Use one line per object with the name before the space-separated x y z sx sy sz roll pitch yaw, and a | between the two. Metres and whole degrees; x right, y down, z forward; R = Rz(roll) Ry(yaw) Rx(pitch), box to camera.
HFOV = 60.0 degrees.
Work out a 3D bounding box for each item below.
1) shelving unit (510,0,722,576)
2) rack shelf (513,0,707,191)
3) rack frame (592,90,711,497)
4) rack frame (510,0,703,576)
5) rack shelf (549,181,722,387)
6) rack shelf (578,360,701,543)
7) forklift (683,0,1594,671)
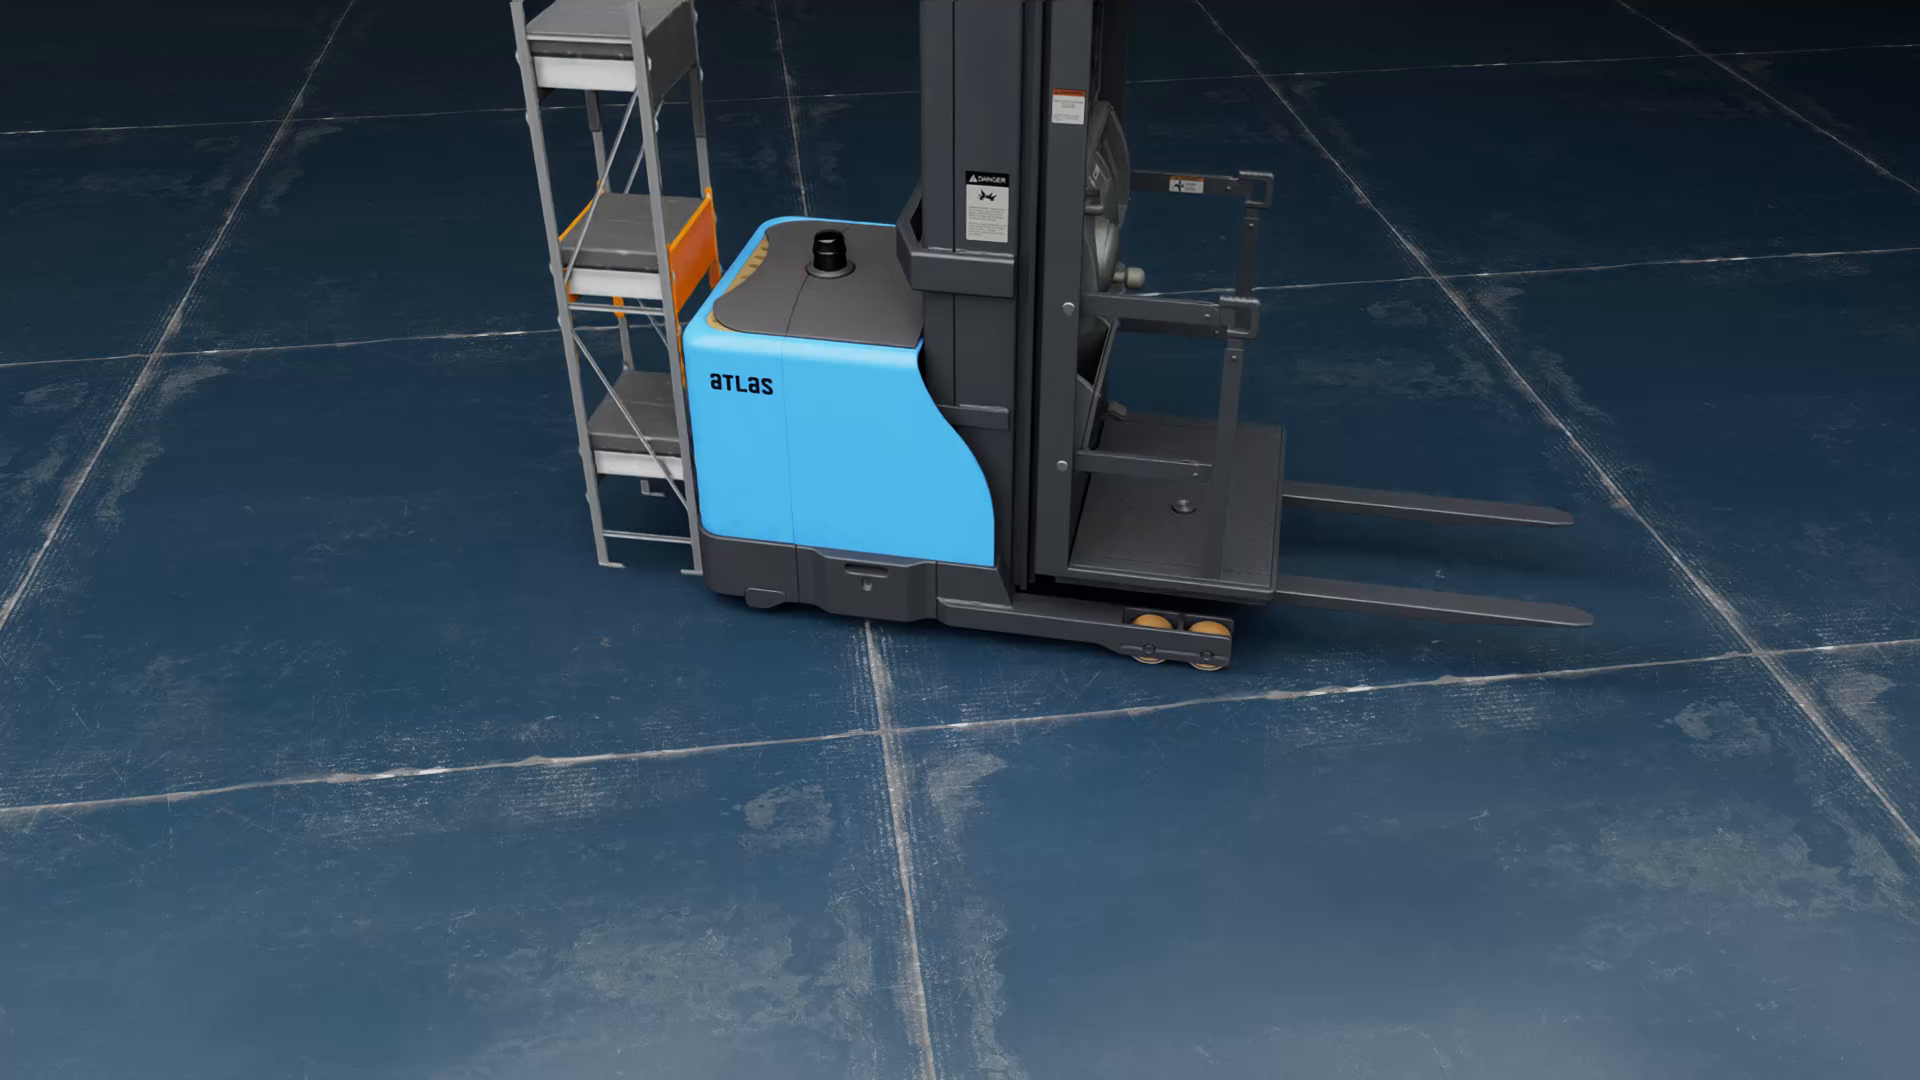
shelving unit | -1.095 -0.895 5.695 0.431 2.100 0.503 5 35 8
rack shelf | -1.100 -1.462 5.309 0.431 0.518 0.480 5 35 8
rack frame | -1.054 -1.030 5.894 0.400 2.100 0.015 5 35 8
rack frame | -1.135 -0.759 5.496 0.400 2.100 0.015 5 35 8
rack shelf | -1.094 -0.883 5.703 0.431 0.518 0.480 5 35 8
rack shelf | -1.089 -0.304 6.096 0.431 0.518 0.480 5 35 8
forklift | 0.656 -1.097 5.258 3.031 2.935 1.130 6 35 9
